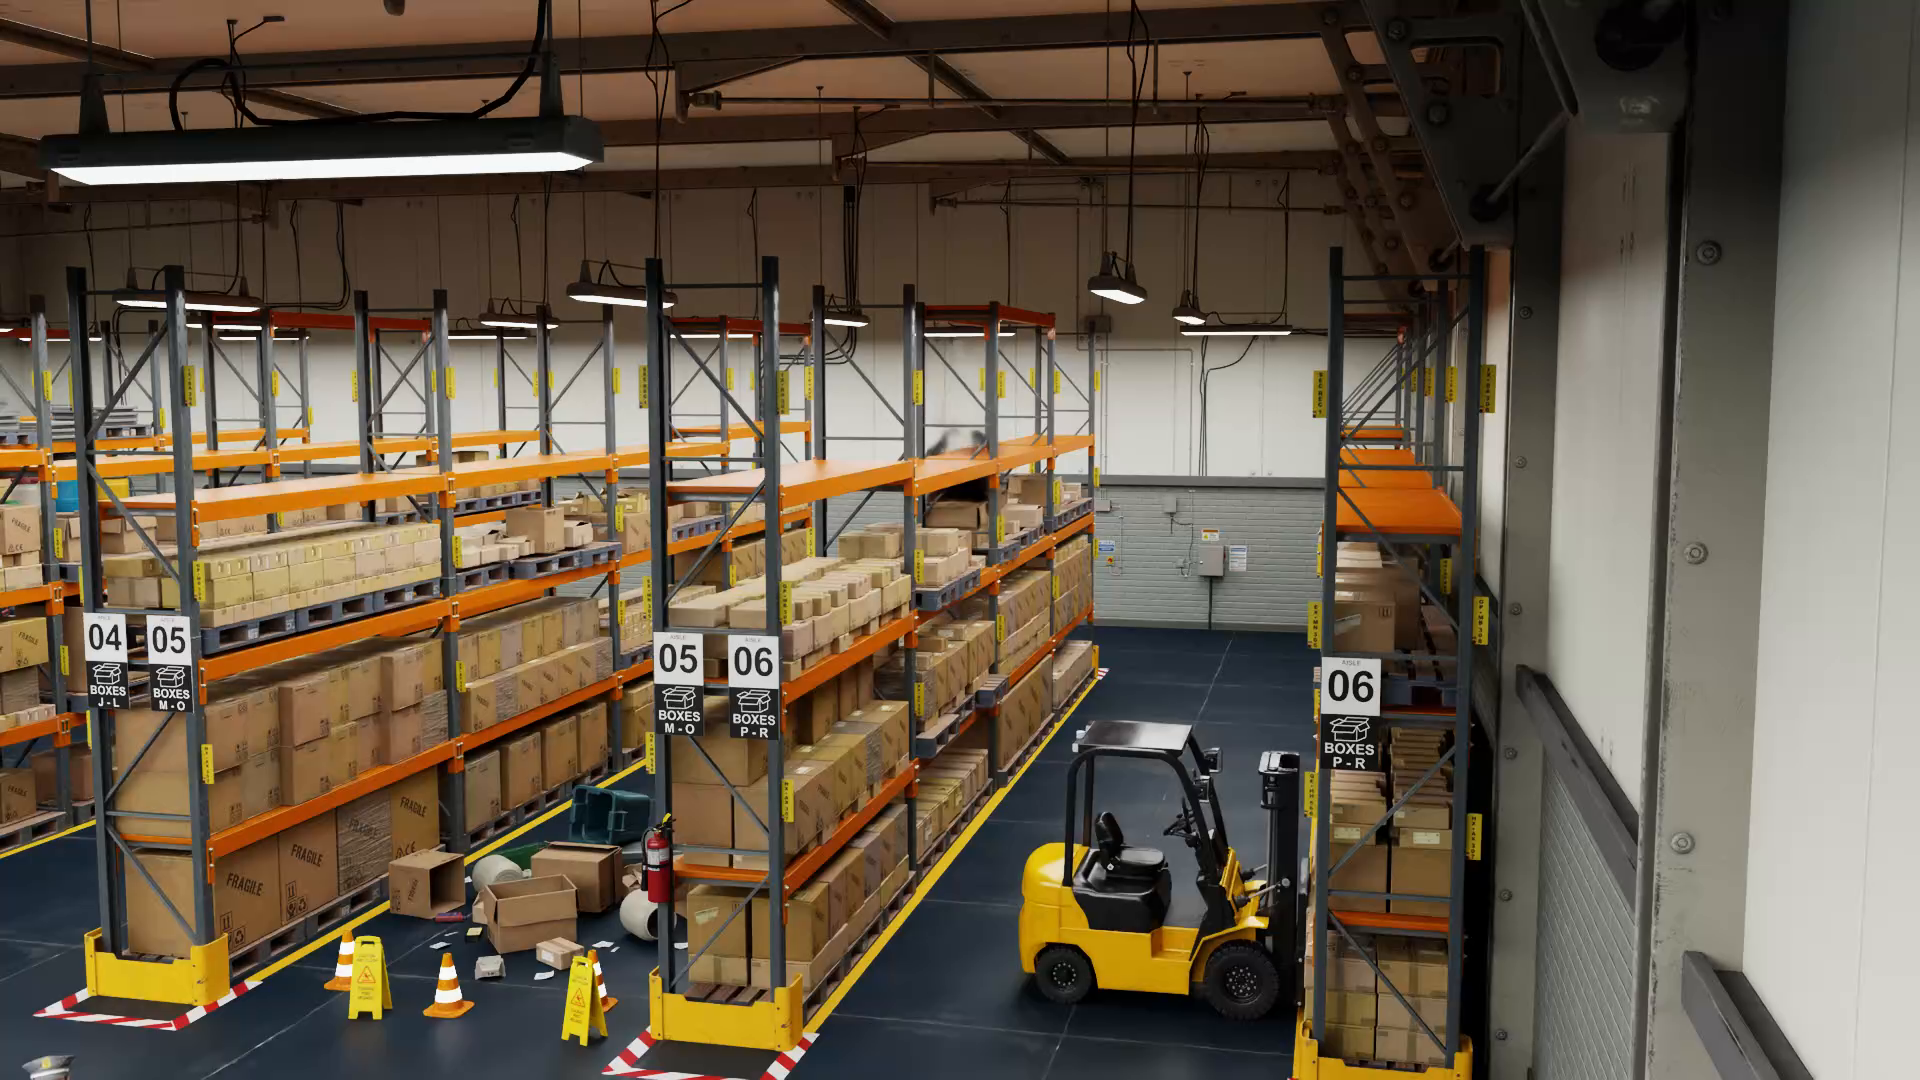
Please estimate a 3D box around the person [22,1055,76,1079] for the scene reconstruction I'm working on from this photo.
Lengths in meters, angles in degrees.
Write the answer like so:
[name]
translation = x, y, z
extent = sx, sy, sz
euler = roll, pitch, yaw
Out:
[person]
translation = -4.765, 3.452, 8.681
extent = 0.645, 1.642, 0.741
euler = -3, 7, -28
